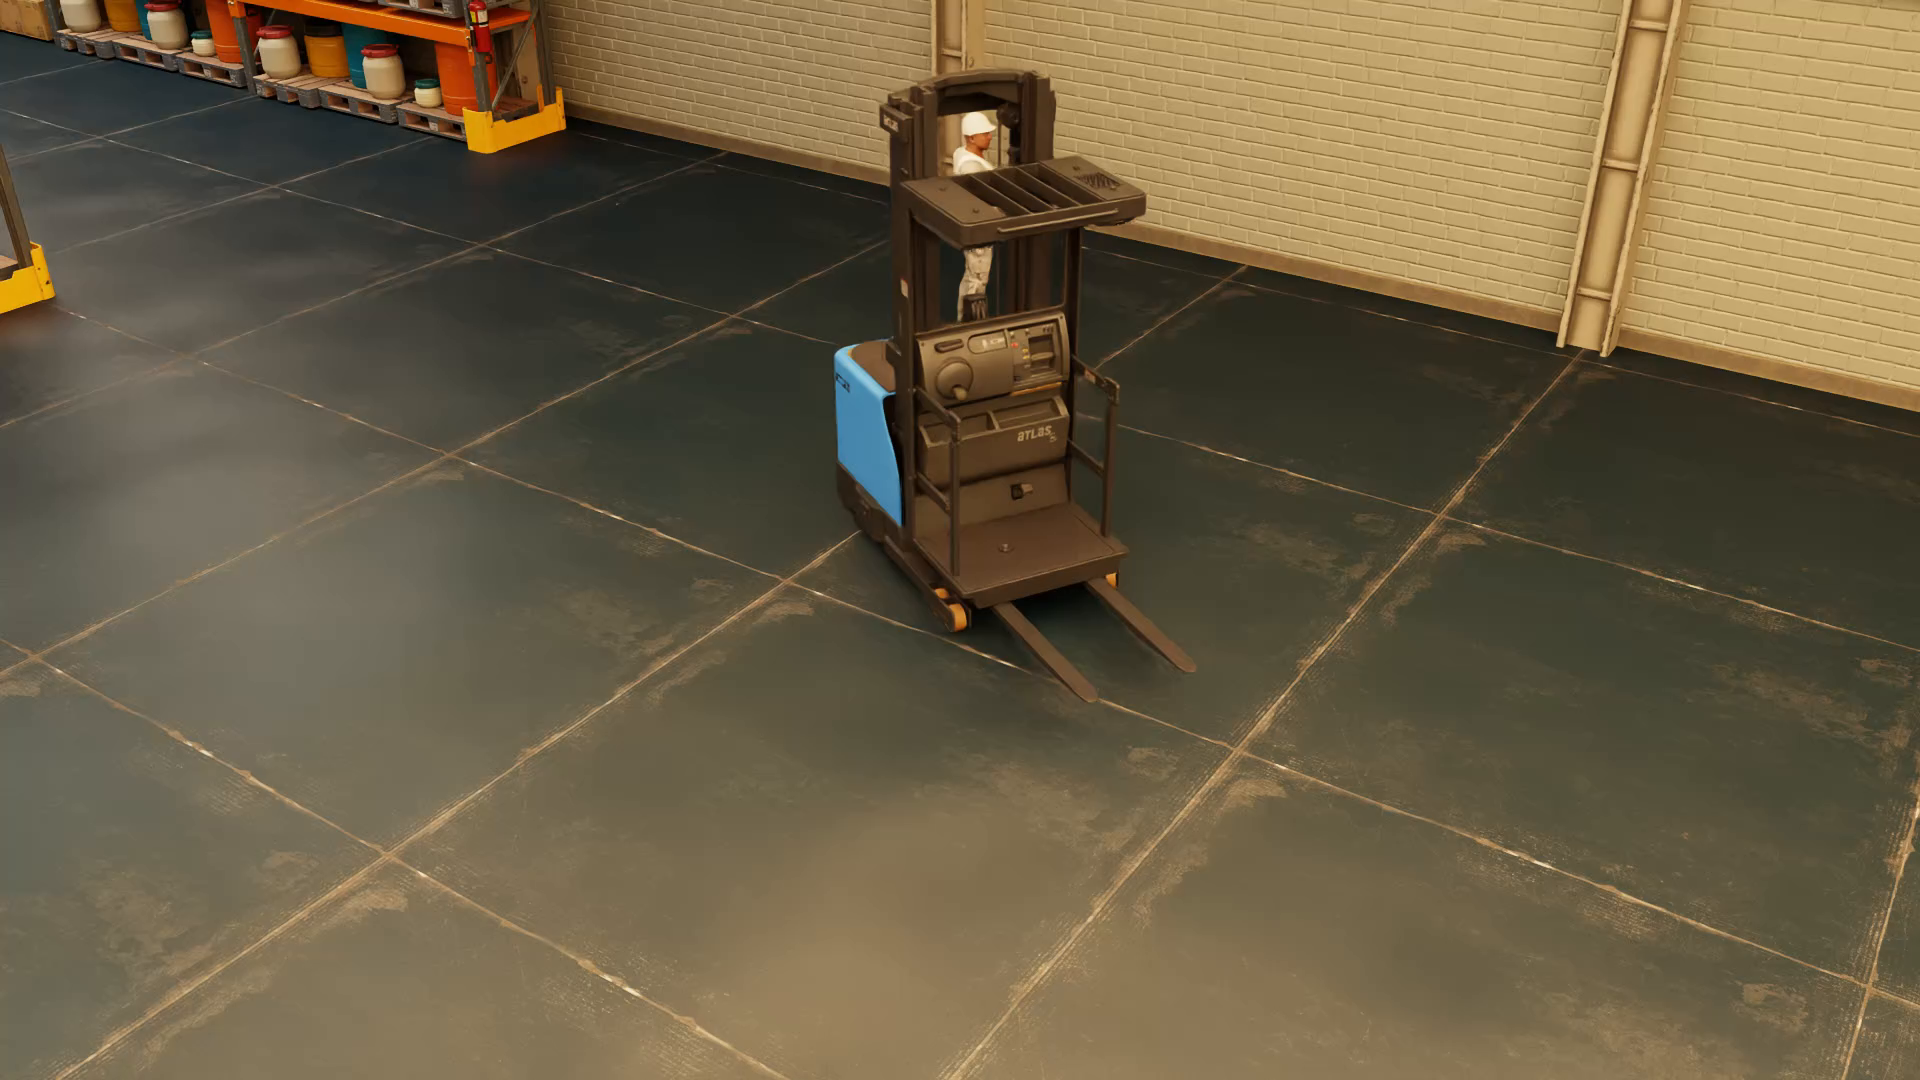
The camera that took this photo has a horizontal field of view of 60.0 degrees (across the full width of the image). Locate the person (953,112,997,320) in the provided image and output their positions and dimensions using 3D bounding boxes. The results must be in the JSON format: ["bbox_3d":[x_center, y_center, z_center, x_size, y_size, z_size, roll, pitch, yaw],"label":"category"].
[{"bbox_3d":[0.146,-2.423,12.897,0.390,1.790,0.612,-4,30,-6],"label":"person"}]

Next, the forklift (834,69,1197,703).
[{"bbox_3d":[0.296,-0.989,9.285,1.130,2.935,3.031,-14,33,-23],"label":"forklift"}]
